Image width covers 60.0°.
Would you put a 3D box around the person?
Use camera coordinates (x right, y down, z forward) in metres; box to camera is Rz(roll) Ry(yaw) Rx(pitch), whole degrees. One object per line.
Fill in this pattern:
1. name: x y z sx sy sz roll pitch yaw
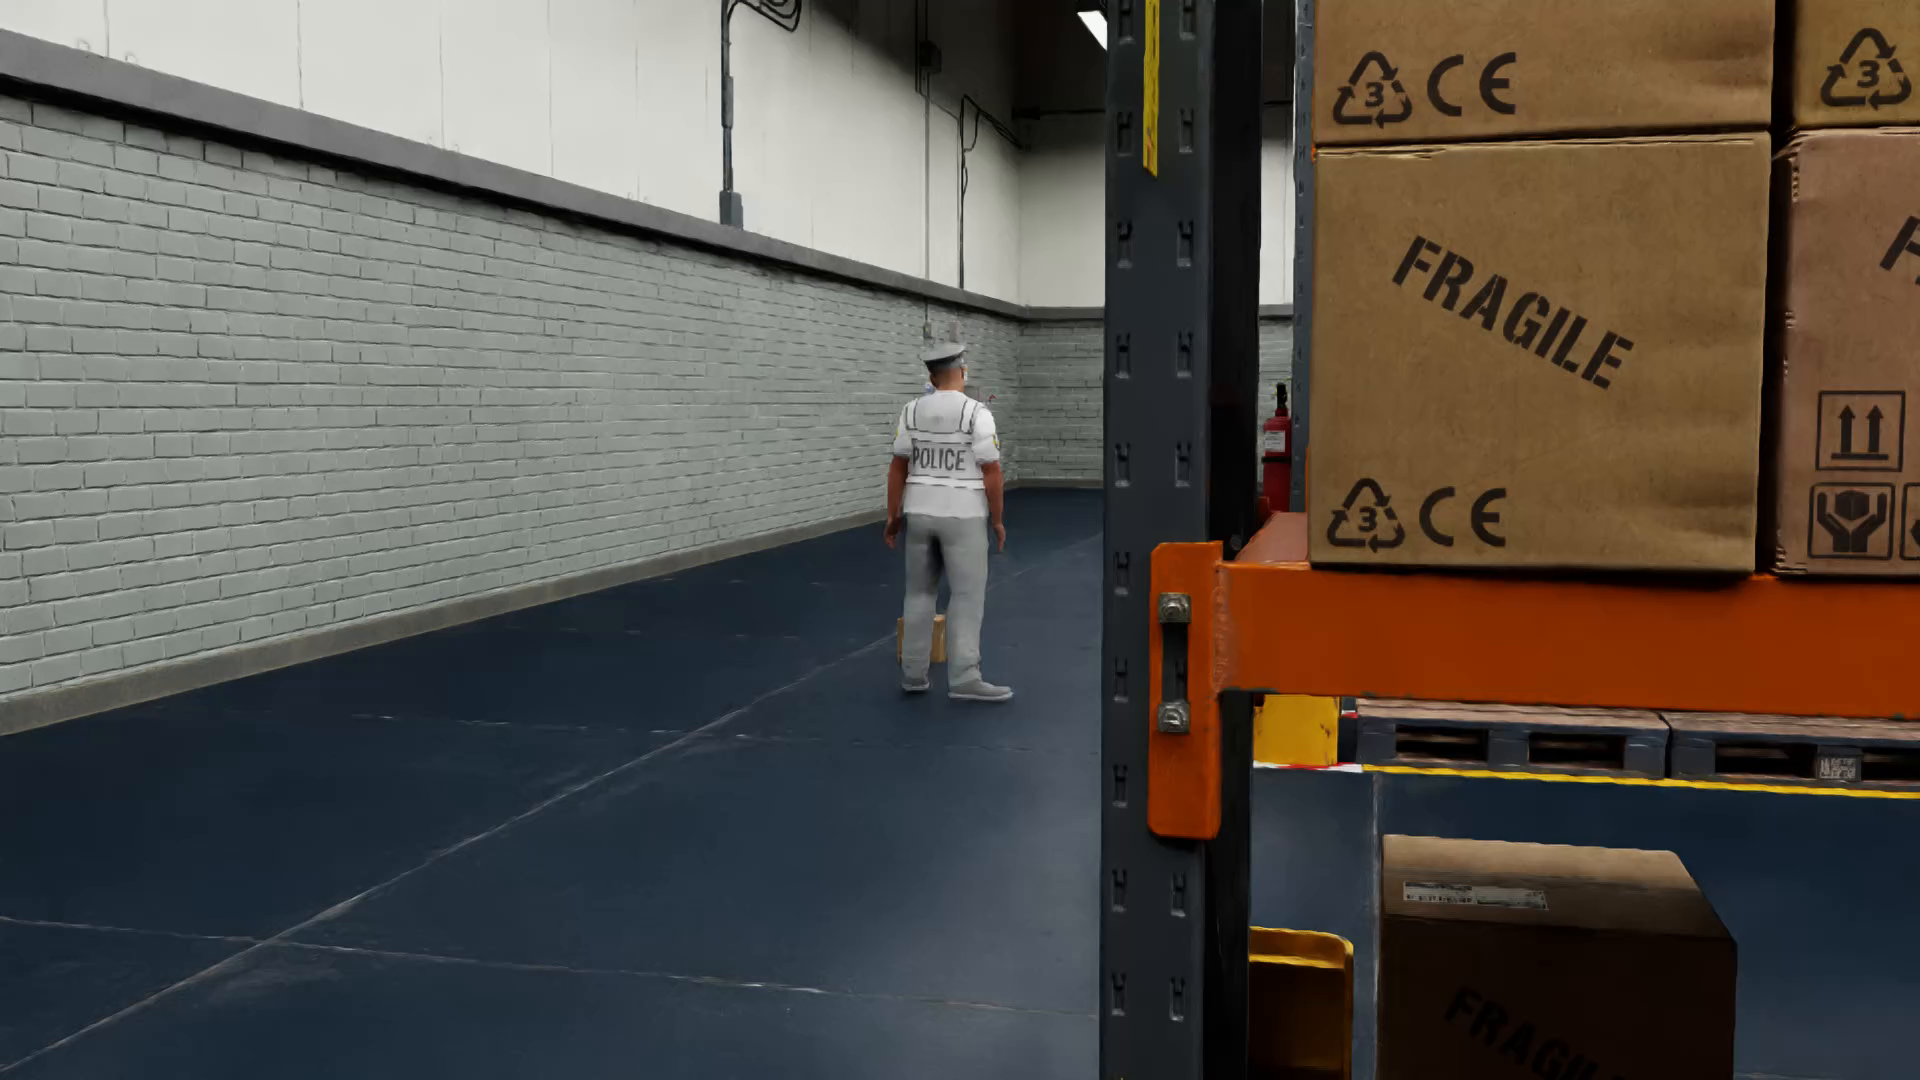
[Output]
1. person: -0.057 -0.099 8.325 0.691 1.770 0.398 2 5 27
